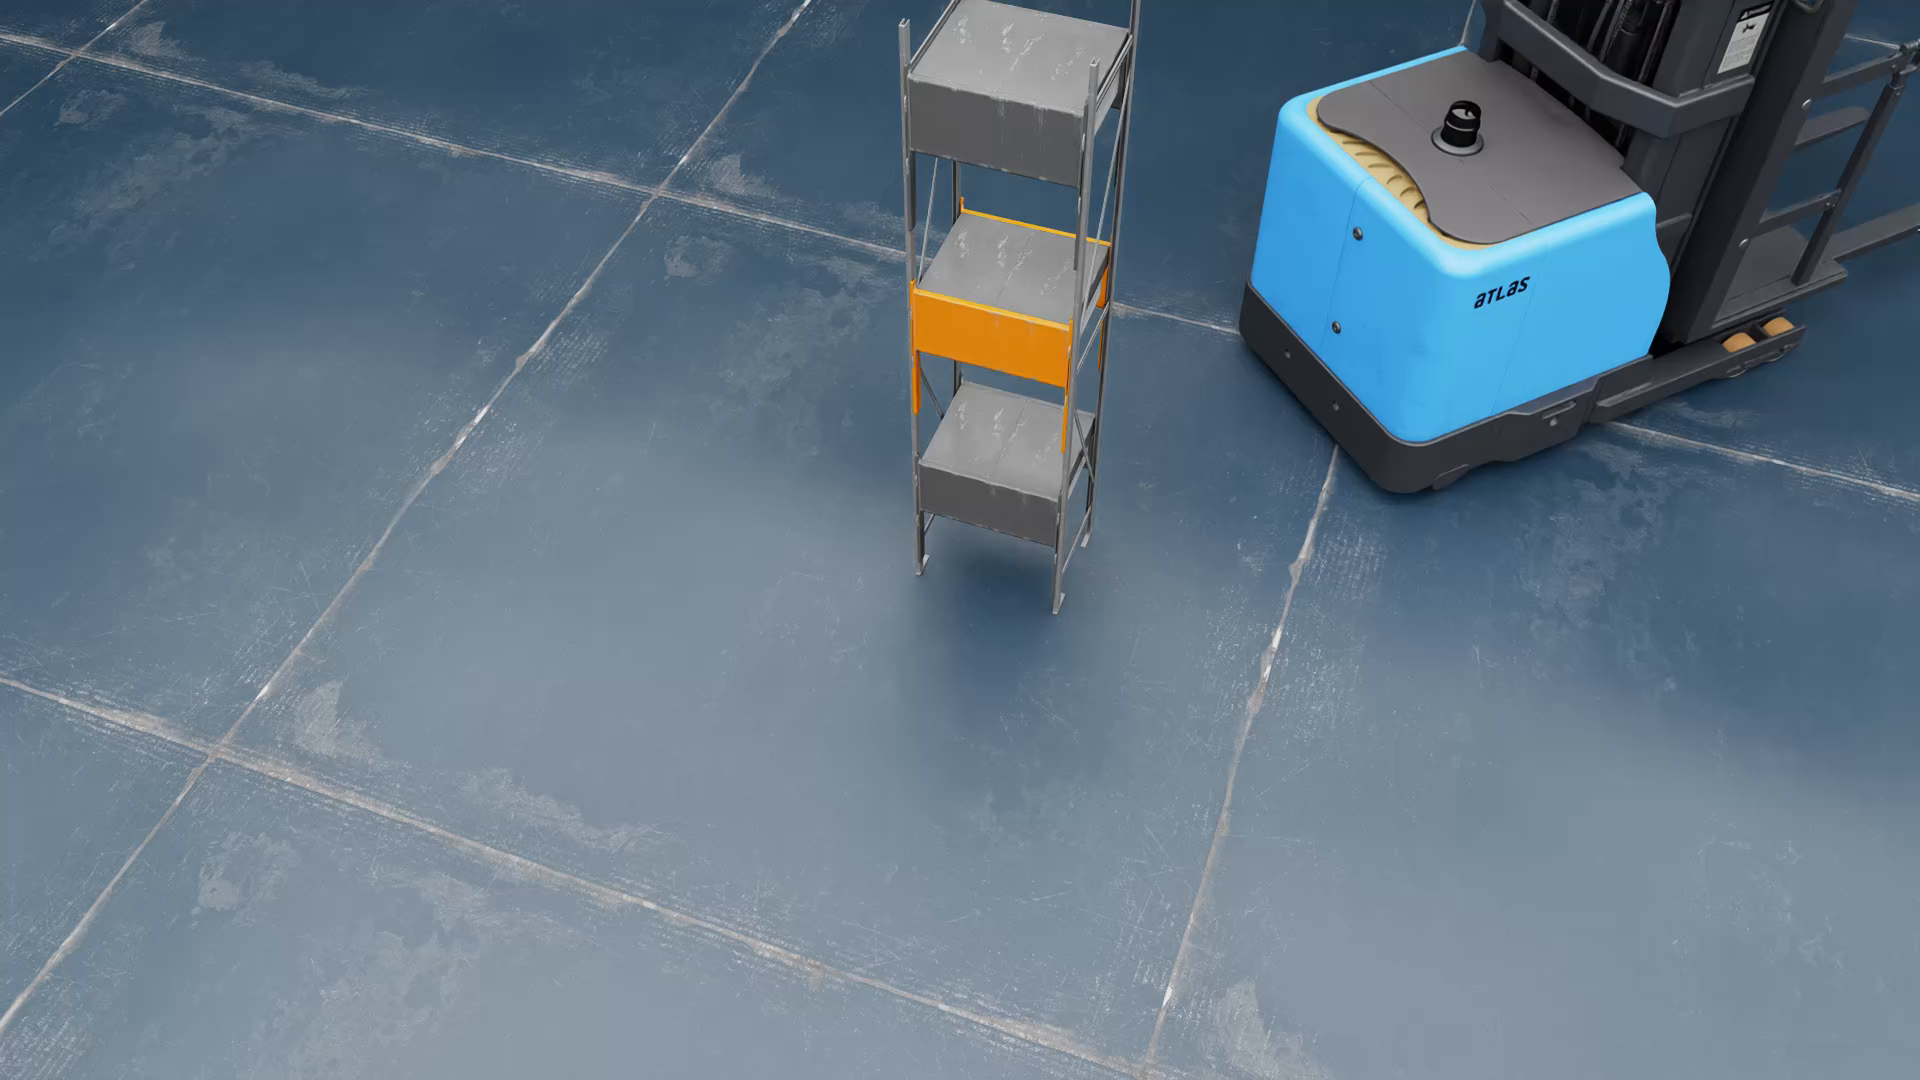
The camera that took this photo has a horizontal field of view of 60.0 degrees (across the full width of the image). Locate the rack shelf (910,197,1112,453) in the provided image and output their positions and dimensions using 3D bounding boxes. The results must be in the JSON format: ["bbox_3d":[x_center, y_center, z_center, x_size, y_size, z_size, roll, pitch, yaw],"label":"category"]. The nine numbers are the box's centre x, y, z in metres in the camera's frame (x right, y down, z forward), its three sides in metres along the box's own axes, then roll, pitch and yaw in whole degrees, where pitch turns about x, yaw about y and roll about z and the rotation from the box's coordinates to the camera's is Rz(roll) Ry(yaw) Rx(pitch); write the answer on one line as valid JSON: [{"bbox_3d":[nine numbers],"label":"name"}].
[{"bbox_3d":[0.155,-0.635,4.929,0.480,0.518,0.431,16,51,13],"label":"rack shelf"}]

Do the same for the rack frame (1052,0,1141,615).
[{"bbox_3d":[0.384,-0.580,4.864,0.015,2.100,0.400,16,51,13],"label":"rack frame"}]

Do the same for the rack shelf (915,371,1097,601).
[{"bbox_3d":[0.155,-0.177,5.458,0.480,0.518,0.431,16,51,13],"label":"rack shelf"}]

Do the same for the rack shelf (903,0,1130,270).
[{"bbox_3d":[0.155,-1.094,4.400,0.480,0.518,0.431,16,51,13],"label":"rack shelf"}]

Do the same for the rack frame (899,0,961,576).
[{"bbox_3d":[-0.074,-0.708,4.974,0.015,2.100,0.400,16,51,13],"label":"rack frame"}]

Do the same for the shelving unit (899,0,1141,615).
[{"bbox_3d":[0.155,-0.644,4.919,0.503,2.100,0.431,16,51,13],"label":"shelving unit"}]

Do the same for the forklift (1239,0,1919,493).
[{"bbox_3d":[2.617,-1.913,5.469,3.031,2.935,1.130,-21,52,-17],"label":"forklift"}]
